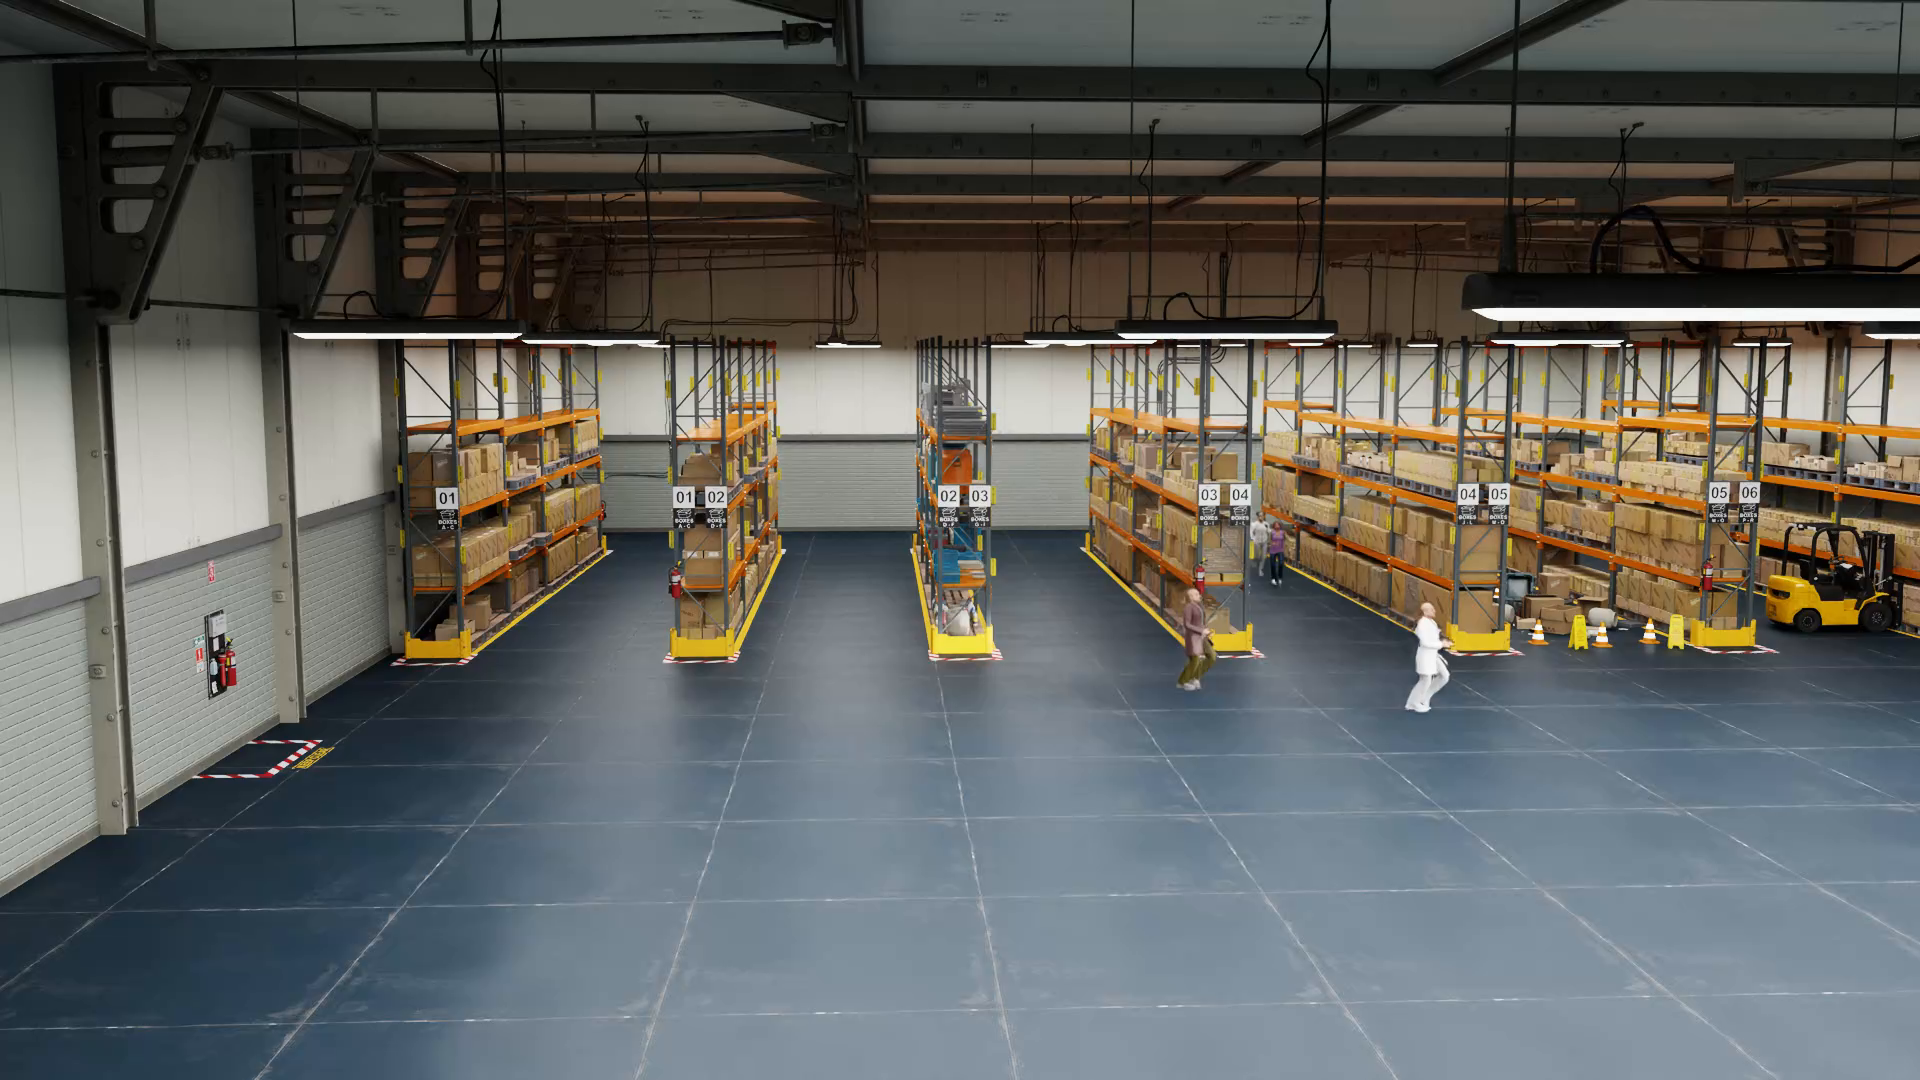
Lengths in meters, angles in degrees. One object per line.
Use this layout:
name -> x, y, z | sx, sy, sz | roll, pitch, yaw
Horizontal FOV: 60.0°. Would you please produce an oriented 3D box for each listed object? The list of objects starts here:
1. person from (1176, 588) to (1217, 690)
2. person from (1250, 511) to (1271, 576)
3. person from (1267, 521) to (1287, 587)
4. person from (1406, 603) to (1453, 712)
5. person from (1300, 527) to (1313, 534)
person -> 3.991, 1.676, 28.049 | 0.688, 1.743, 0.720 | 4, 8, 31
person -> 7.706, 0.073, 42.652 | 0.617, 1.667, 0.665 | 0, 7, -4
person -> 7.729, 0.329, 40.520 | 0.508, 1.605, 0.667 | 1, 7, 4
person -> 7.437, 1.859, 26.311 | 0.709, 1.745, 0.685 | 4, 8, 31
person -> 10.121, -0.603, 48.900 | 0.603, 1.567, 0.508 | -5, 8, -39
